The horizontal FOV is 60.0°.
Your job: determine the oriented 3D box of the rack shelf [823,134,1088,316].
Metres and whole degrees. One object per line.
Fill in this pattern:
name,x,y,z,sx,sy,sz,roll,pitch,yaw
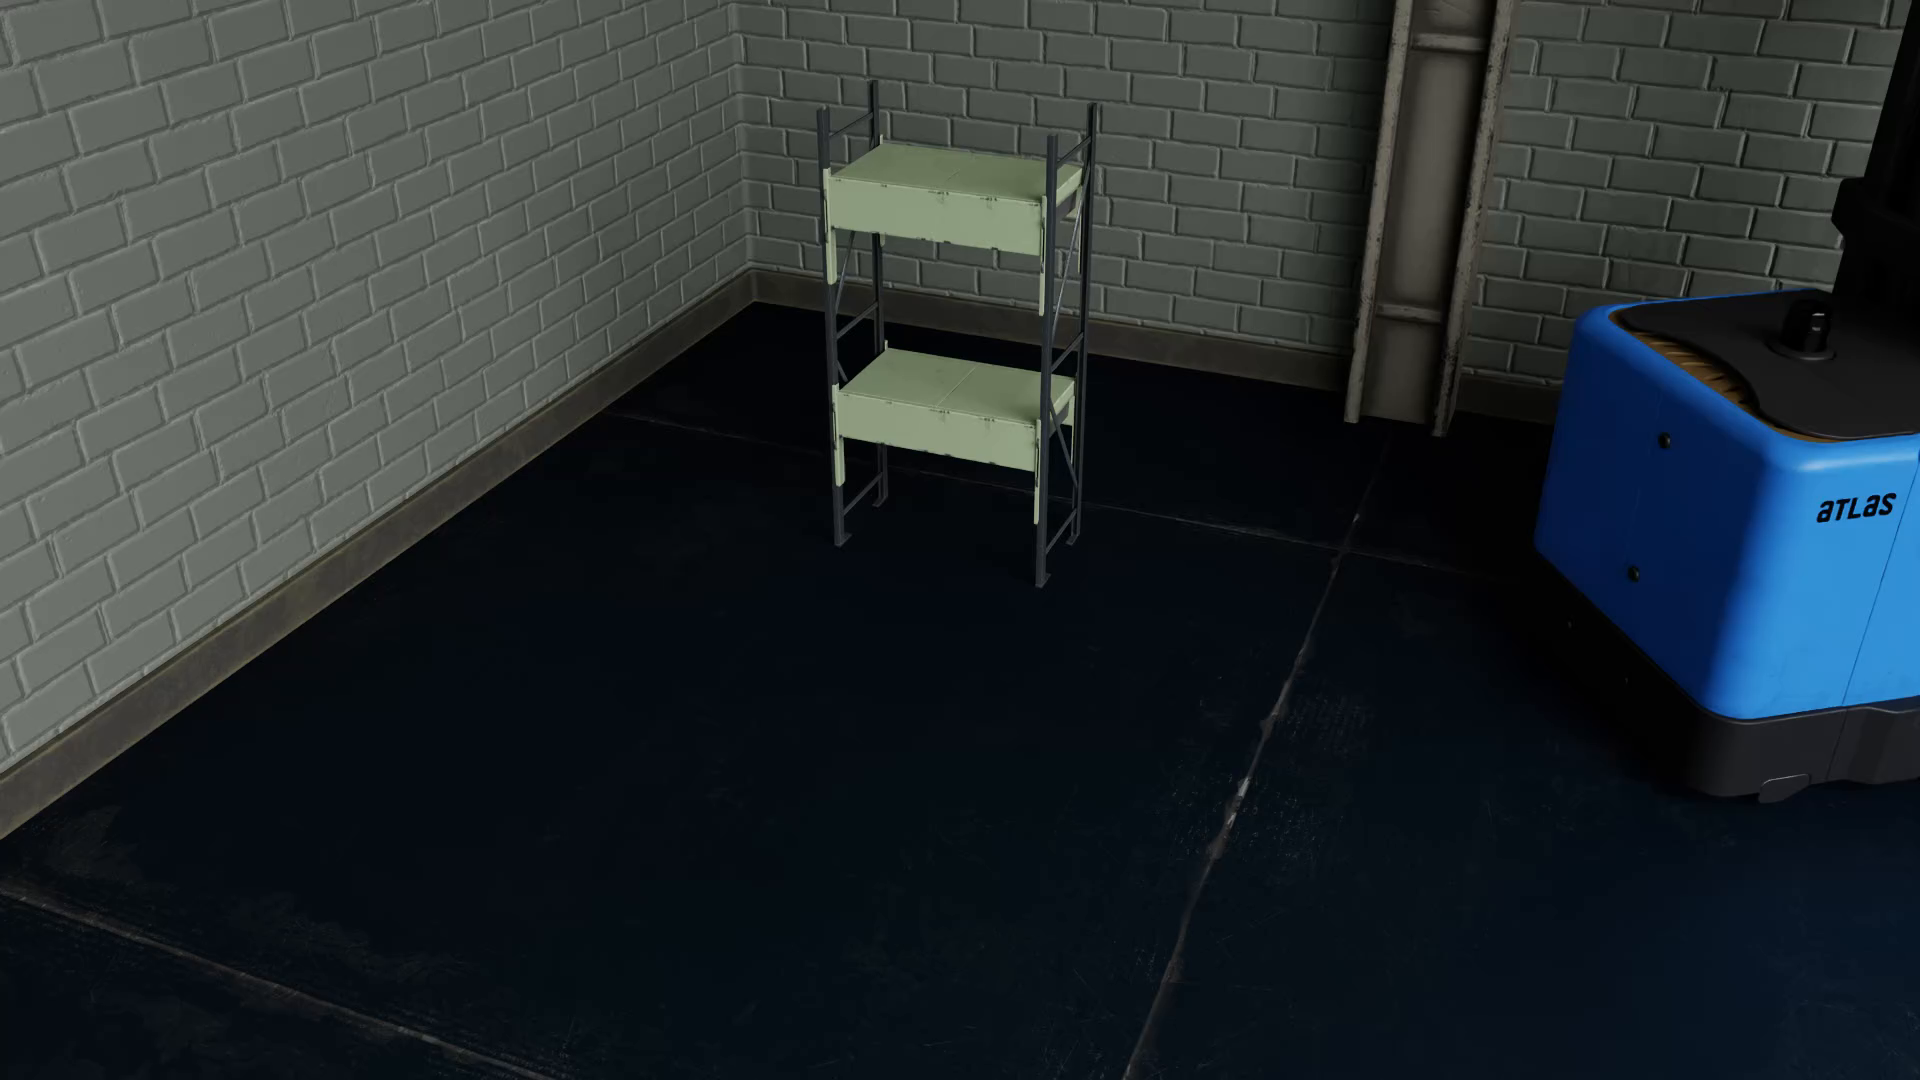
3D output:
rack shelf,-0.006,-0.994,5.191,0.720,0.370,0.431,11,31,19

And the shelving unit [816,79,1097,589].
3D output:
shelving unit,-0.006,-0.654,5.383,0.755,1.500,0.431,11,31,19

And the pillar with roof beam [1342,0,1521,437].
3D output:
pillar with roof beam,0.137,-2.460,0.956,0.400,9.000,9.100,11,31,19

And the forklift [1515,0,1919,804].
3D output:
forklift,3.311,-0.936,4.428,3.031,2.935,1.130,-6,30,-11

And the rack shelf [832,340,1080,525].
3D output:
rack shelf,-0.006,-0.370,5.544,0.720,0.370,0.431,11,31,19

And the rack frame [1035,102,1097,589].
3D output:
rack frame,0.333,-0.586,5.263,0.023,1.500,0.400,11,31,19

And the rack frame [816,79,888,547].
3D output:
rack frame,-0.345,-0.722,5.503,0.023,1.500,0.400,11,31,19
